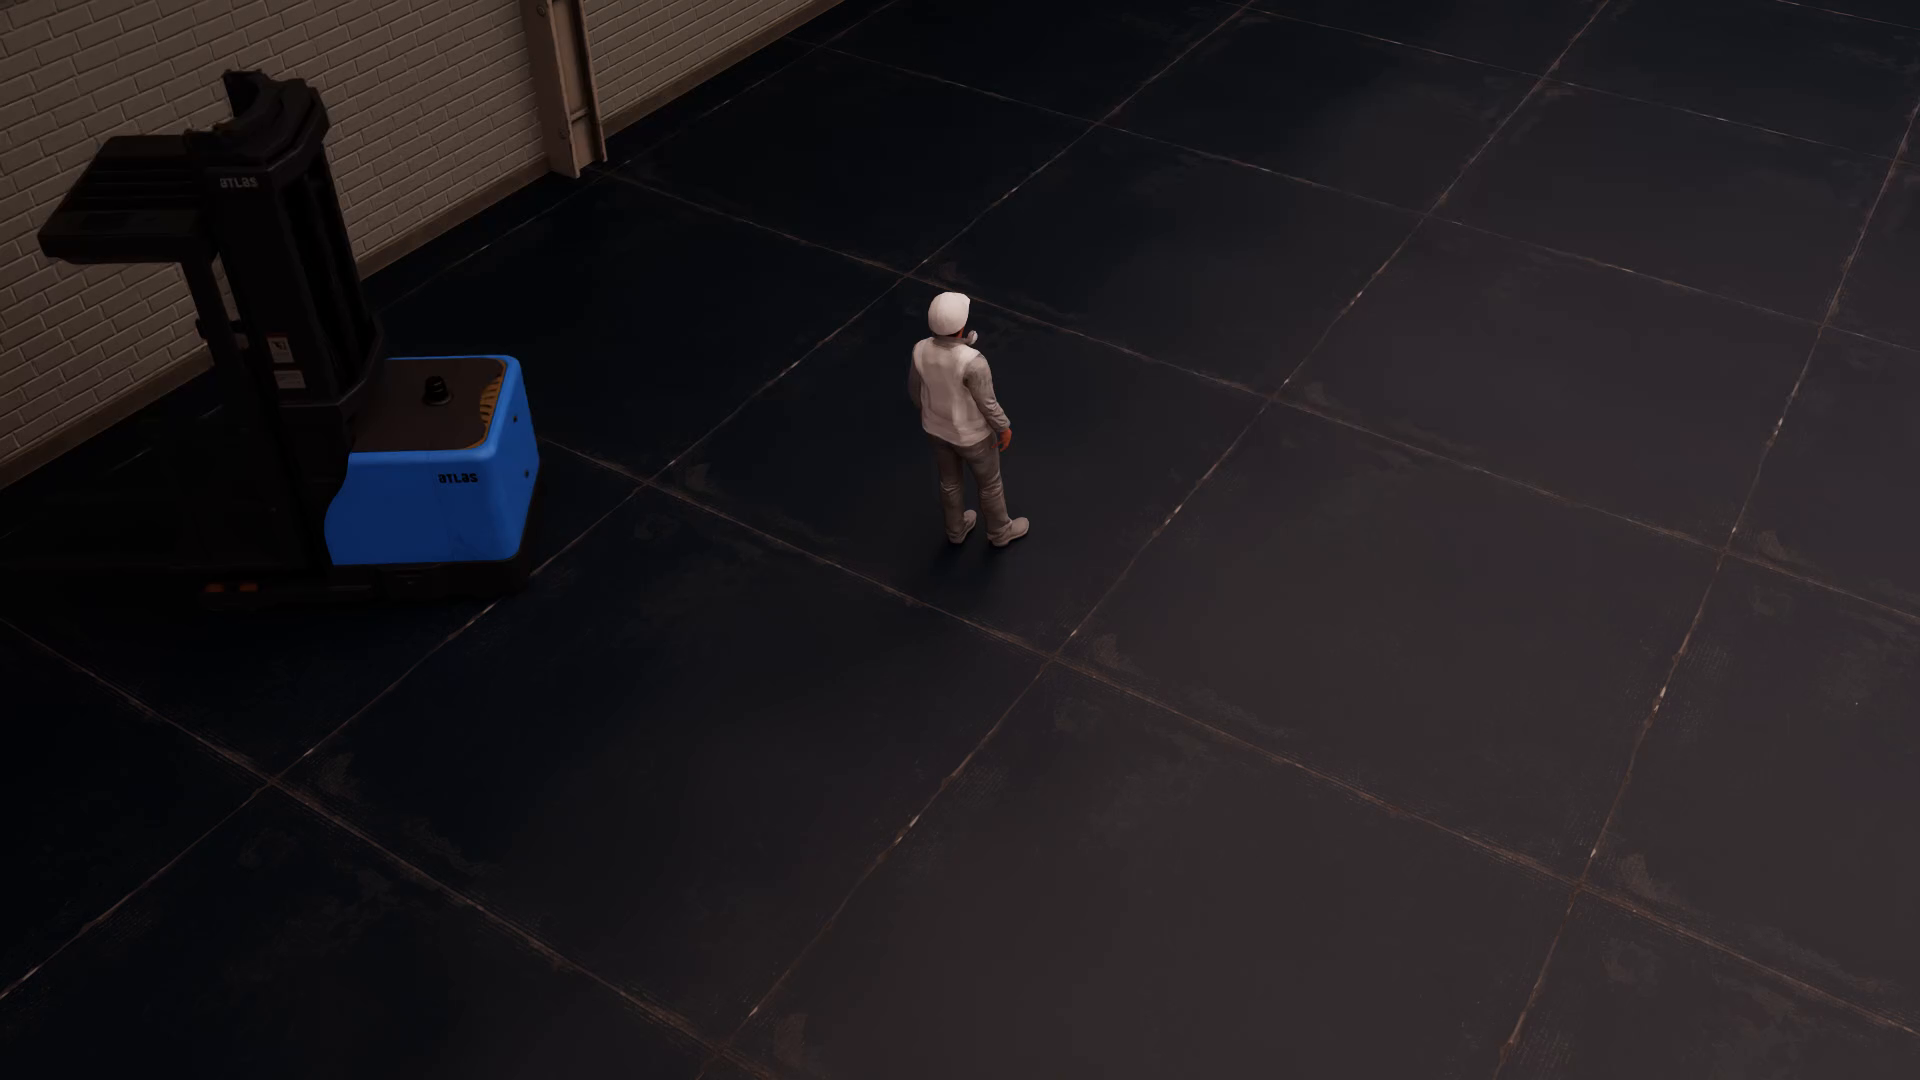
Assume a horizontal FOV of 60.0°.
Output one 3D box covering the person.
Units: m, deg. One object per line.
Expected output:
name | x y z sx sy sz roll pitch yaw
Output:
person | 0.040 -0.713 9.692 0.632 1.773 0.568 22 45 24

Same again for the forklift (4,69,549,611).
forklift | -4.088 -1.052 9.208 3.031 2.935 1.130 -2 40 -2
